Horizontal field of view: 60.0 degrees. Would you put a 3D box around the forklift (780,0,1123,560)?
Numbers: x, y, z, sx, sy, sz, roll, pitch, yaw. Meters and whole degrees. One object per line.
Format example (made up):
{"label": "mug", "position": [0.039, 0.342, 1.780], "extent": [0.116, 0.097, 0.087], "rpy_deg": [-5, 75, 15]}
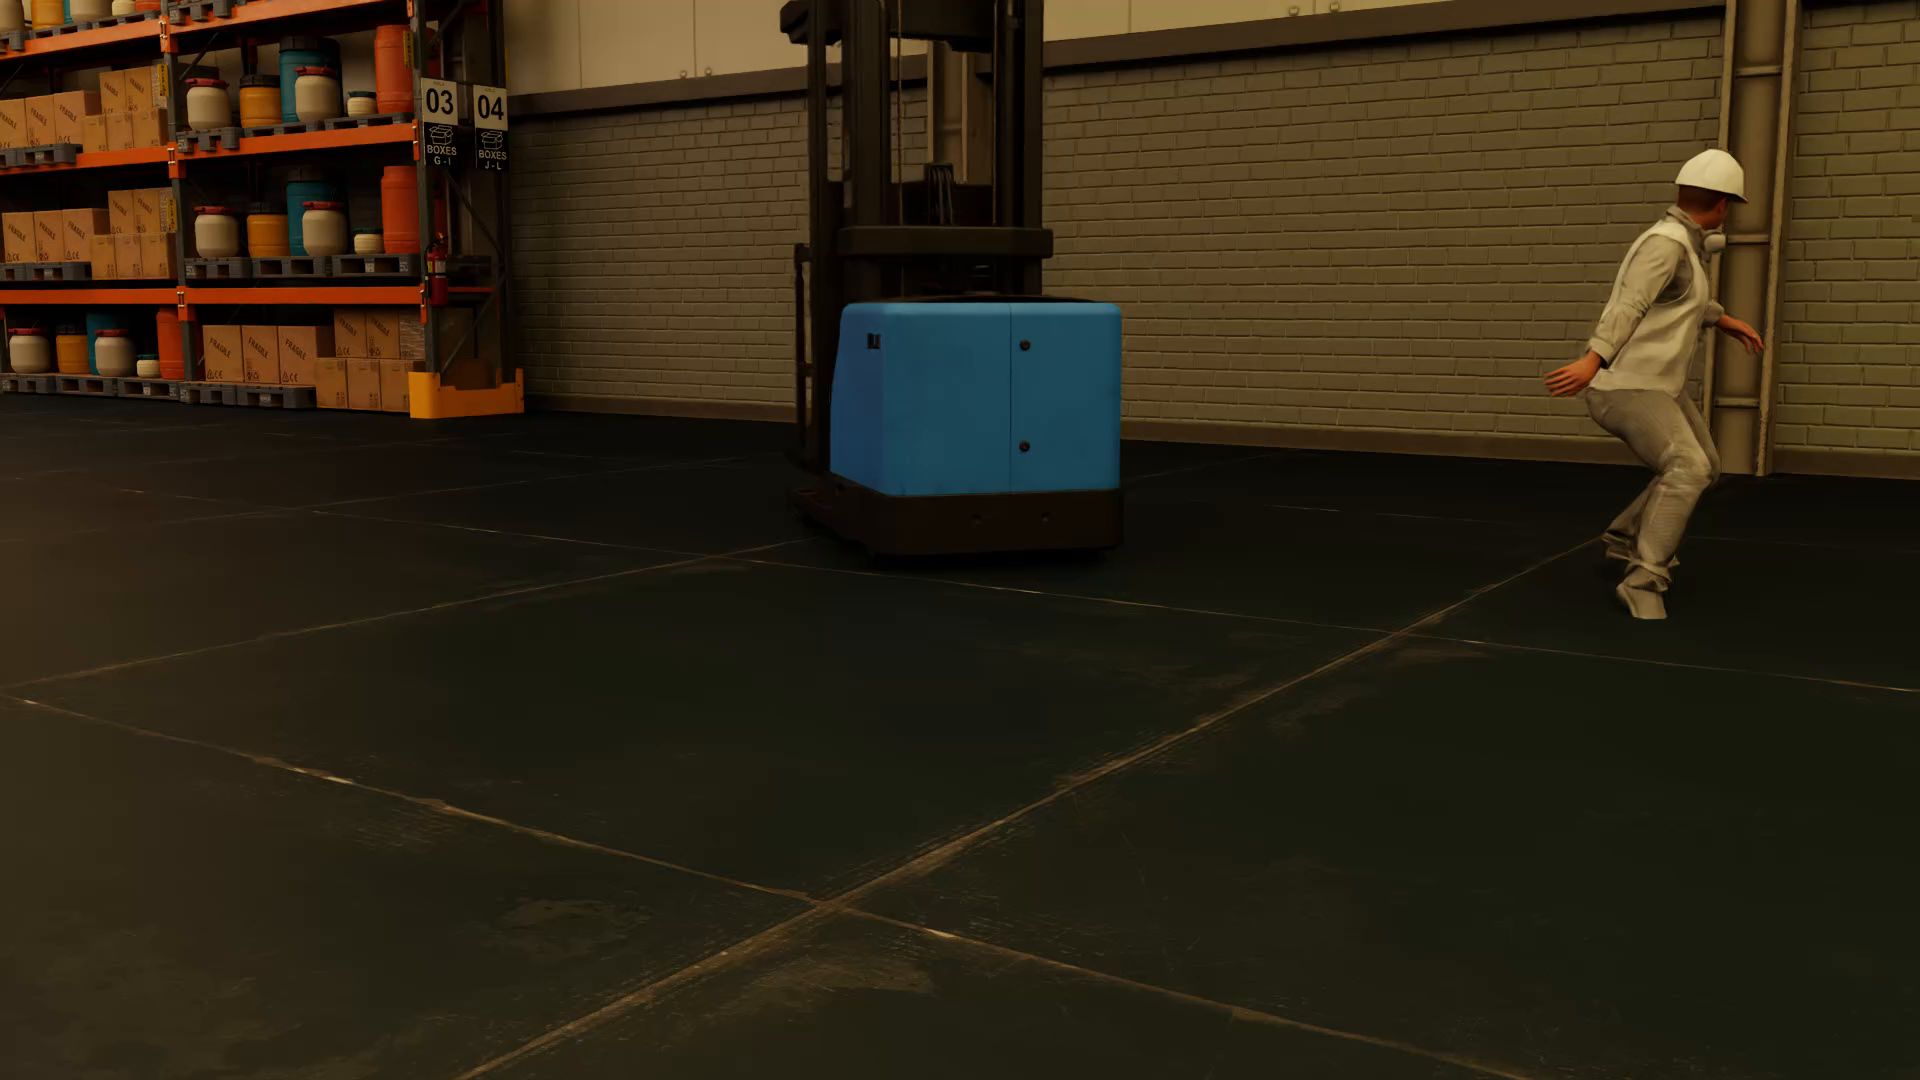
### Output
{"label": "forklift", "position": [-0.237, -1.537, 8.005], "extent": [1.130, 2.935, 3.031], "rpy_deg": [-2, 8, -17]}

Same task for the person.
{"label": "person", "position": [2.526, -0.533, 6.027], "extent": [0.575, 1.723, 1.038], "rpy_deg": [5, 10, 32]}
